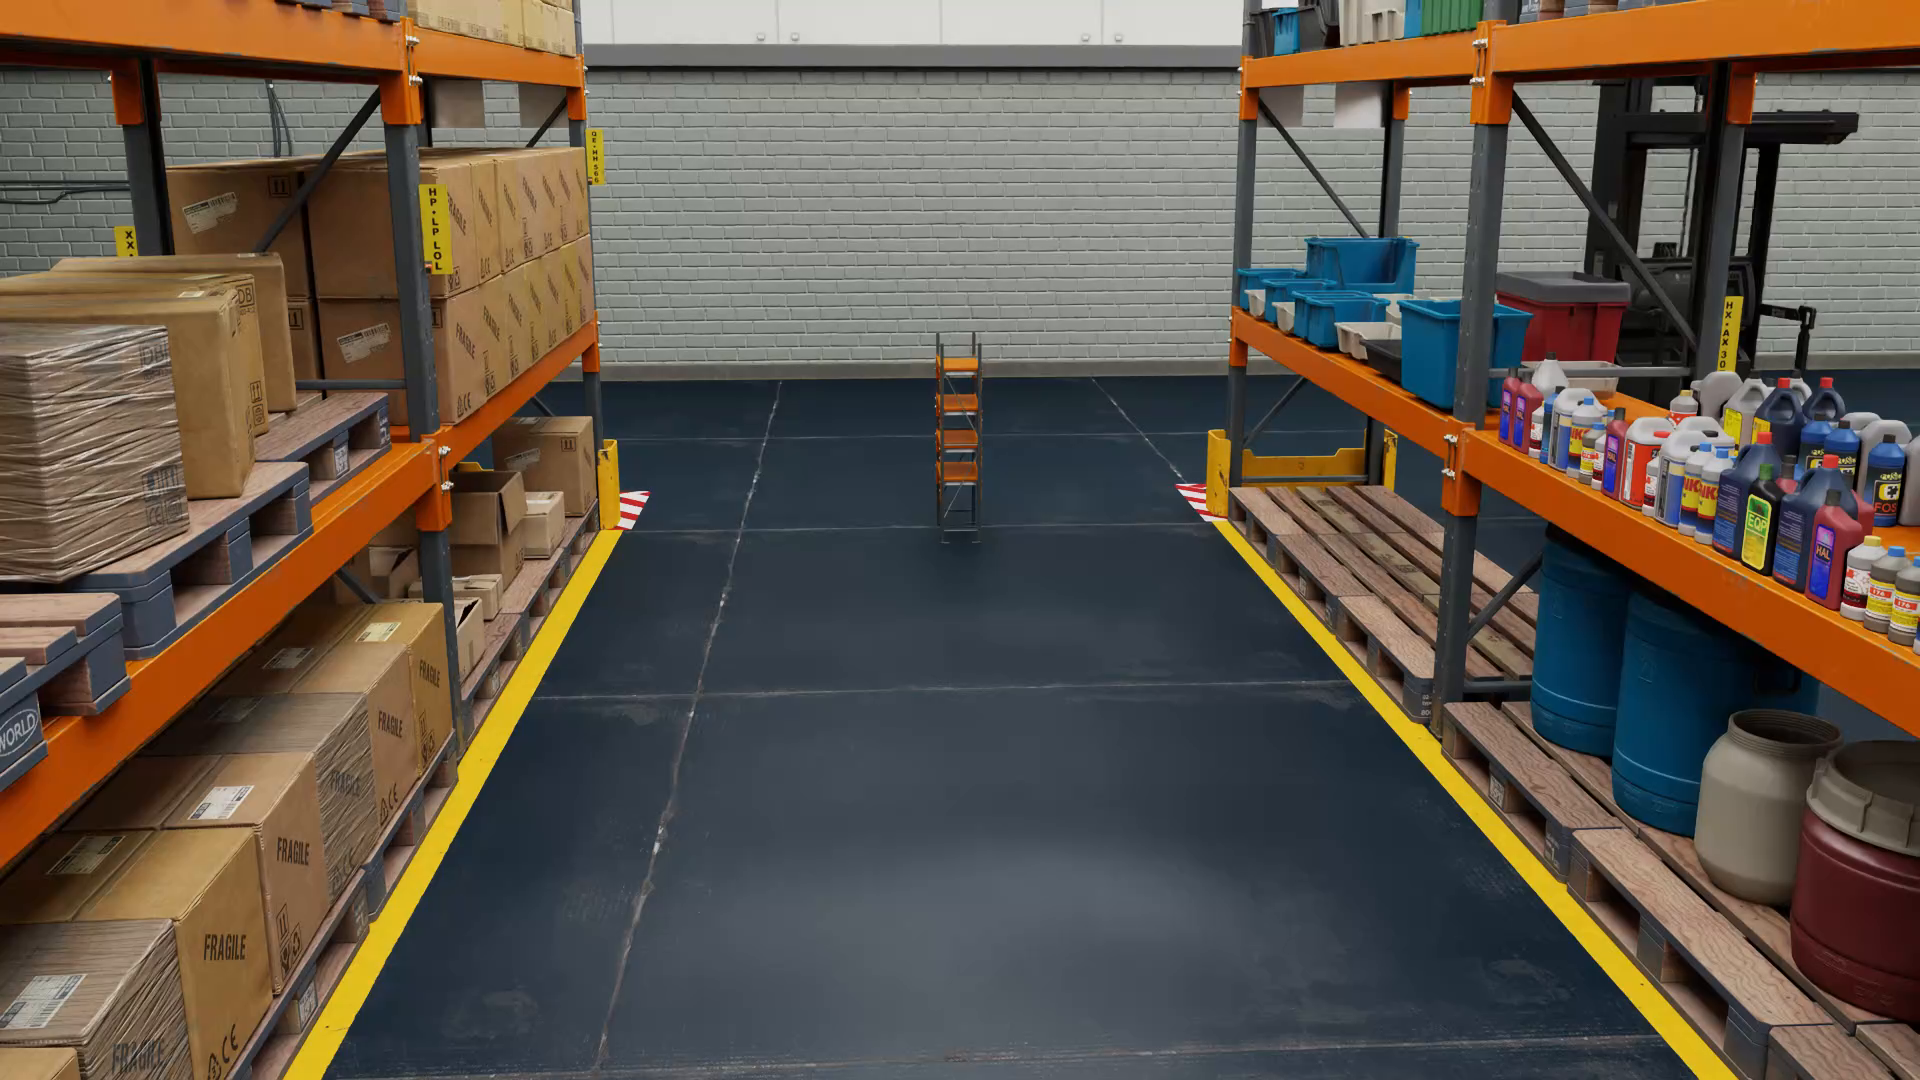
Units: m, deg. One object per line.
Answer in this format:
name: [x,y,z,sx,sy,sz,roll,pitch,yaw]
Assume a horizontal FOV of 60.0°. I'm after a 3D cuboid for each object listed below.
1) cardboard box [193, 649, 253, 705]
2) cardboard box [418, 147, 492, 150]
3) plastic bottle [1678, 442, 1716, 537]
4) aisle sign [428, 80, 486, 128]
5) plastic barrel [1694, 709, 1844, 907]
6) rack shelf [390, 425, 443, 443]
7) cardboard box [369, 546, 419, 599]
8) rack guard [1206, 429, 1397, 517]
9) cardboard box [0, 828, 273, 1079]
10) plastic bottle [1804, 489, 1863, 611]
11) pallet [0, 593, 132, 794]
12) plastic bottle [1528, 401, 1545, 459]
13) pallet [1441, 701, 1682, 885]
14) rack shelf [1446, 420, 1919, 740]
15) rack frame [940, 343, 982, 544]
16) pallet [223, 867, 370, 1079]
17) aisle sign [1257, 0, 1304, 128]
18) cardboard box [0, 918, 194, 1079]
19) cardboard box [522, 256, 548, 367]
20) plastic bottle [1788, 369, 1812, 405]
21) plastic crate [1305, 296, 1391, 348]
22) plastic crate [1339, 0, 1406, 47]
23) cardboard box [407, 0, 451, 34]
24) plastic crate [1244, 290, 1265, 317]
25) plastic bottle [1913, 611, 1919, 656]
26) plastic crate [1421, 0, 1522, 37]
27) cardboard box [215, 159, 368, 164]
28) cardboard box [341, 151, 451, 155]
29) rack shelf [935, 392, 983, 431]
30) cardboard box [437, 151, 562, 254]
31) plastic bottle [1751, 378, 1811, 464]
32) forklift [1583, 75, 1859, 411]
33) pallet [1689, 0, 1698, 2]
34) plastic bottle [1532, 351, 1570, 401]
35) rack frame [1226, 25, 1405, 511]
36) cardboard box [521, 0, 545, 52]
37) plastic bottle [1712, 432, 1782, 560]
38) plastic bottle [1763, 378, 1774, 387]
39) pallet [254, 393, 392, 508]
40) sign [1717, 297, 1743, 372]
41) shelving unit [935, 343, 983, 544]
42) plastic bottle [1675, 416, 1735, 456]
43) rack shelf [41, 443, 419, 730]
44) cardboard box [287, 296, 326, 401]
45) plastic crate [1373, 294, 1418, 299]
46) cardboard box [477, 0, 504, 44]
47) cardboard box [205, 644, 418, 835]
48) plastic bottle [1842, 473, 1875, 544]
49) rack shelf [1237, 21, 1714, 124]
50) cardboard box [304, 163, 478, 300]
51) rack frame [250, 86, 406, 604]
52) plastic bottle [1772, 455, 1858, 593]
cardboard box: [-2.655,0.680,5.499,0.500,0.500,0.500,-1,14,-3]
cardboard box: [-2.969,-1.988,9.524,0.500,0.500,0.500,0,14,-2]
plastic bottle: [2.159,-0.149,4.846,0.097,0.271,0.097,0,14,0]
aisle sign: [-3.031,-2.841,9.830,0.394,0.787,0.004,-1,14,-3]
plastic barrel: [2.465,0.805,5.028,0.421,0.512,0.421,0,14,0]
rack shelf: [-2.609,-0.853,8.229,0.919,0.052,3.809,-1,14,-3]
cardboard box: [-2.850,0.191,7.778,0.500,0.311,0.500,-1,14,-3]
rack guard: [2.196,-0.440,10.733,1.175,0.500,0.348,-1,14,-3]
cardboard box: [-2.250,1.339,2.833,1.136,0.551,3.017,-1,14,-5]
plastic bottle: [2.185,0.023,4.151,0.061,0.283,0.133,-1,14,-3]
pallet: [-2.350,0.346,3.048,1.213,0.211,1.003,-1,14,-3]
plastic bottle: [2.089,-0.394,5.938,0.097,0.201,0.097,0,14,0]
pallet: [2.465,0.893,6.132,1.003,0.211,1.213,-1,14,-3]
rack shelf: [2.582,0.196,4.689,1.077,0.370,4.000,-1,14,-3]
rack frame: [0.005,-0.562,9.801,0.240,1.200,0.015,-1,14,-3]
pallet: [-2.319,1.282,4.621,1.003,0.211,1.213,-1,14,-3]
aisle sign: [1.910,-2.917,10.127,0.394,0.787,0.004,-1,14,-3]
cardboard box: [-2.019,1.170,3.592,0.500,0.500,0.500,-1,14,-5]
cardboard box: [-2.342,-1.132,8.206,0.500,0.500,0.500,-1,14,-4]
plastic bottle: [2.842,-0.403,5.670,0.144,0.351,0.185,-1,14,-3]
plastic crate: [1.998,-1.124,8.592,0.416,0.233,0.300,-1,14,-3]
plastic crate: [2.040,-2.484,7.880,0.437,0.282,0.530,-1,14,-3]
cardboard box: [-2.269,-2.079,6.369,0.500,0.250,0.500,-1,14,-3]
plastic crate: [1.835,-1.399,9.851,0.250,0.136,0.298,-1,14,-3]
plastic bottle: [2.228,0.130,3.760,0.097,0.271,0.097,0,14,0]
plastic crate: [2.131,-2.101,6.577,0.450,0.188,0.662,-1,14,-3]
cardboard box: [-2.810,-1.356,7.071,0.500,0.500,0.500,-1,14,-5]
cardboard box: [-2.903,-1.733,8.535,0.500,0.500,0.500,-1,14,-3]
rack shelf: [-0.010,-0.774,9.998,0.258,0.148,0.480,-1,14,-3]
cardboard box: [-2.362,-1.741,8.566,0.500,0.500,0.500,0,14,-2]
plastic bottle: [2.710,-0.354,5.483,0.144,0.351,0.185,-1,14,-3]
forklift: [4.578,-1.548,10.160,1.130,2.935,3.031,-3,15,-12]
pallet: [2.678,-1.536,4.335,1.003,0.211,1.213,-1,14,-3]
plastic bottle: [2.159,-0.524,6.140,0.144,0.351,0.185,-1,14,-3]
rack frame: [2.211,-1.645,10.399,1.000,3.000,0.127,-1,14,-3]
cardboard box: [-2.374,-2.577,8.303,0.500,0.250,0.500,-1,14,-3]
plastic bottle: [2.197,-0.129,4.607,0.144,0.351,0.185,-1,14,-3]
plastic bottle: [2.866,-0.444,5.965,0.061,0.283,0.133,-1,14,-3]
pallet: [-2.545,-0.281,5.484,1.003,0.211,1.213,-1,14,-3]
sign: [3.008,-0.792,6.530,0.100,0.325,0.005,-1,14,-3]
shelving unit: [-0.010,-0.622,10.035,0.258,1.200,0.499,-1,14,-3]
plastic bottle: [2.316,-0.241,5.192,0.152,0.276,0.135,-1,14,-3]
rack shelf: [-2.362,0.142,4.363,0.919,0.052,3.809,-1,14,-3]
cardboard box: [-2.773,-0.743,6.695,0.500,0.500,0.500,-1,14,-3]
plastic crate: [2.442,-1.346,9.647,0.396,0.136,0.243,-1,14,-3]
cardboard box: [-2.325,-2.328,7.336,0.500,0.250,0.500,-1,14,-3]
cardboard box: [-2.147,0.664,5.558,0.500,0.500,0.500,-1,14,-3]
plastic bottle: [2.317,-0.025,4.339,0.061,0.283,0.133,-1,14,-3]
rack shelf: [2.335,-2.252,8.182,1.077,0.370,4.000,-1,14,-3]
cardboard box: [-2.234,-1.229,6.575,0.500,0.500,0.500,-1,14,-2]
rack frame: [-2.489,-0.574,6.239,0.949,2.616,0.053,-1,14,-3]
plastic bottle: [2.216,-0.050,4.299,0.144,0.351,0.185,-1,14,-3]
